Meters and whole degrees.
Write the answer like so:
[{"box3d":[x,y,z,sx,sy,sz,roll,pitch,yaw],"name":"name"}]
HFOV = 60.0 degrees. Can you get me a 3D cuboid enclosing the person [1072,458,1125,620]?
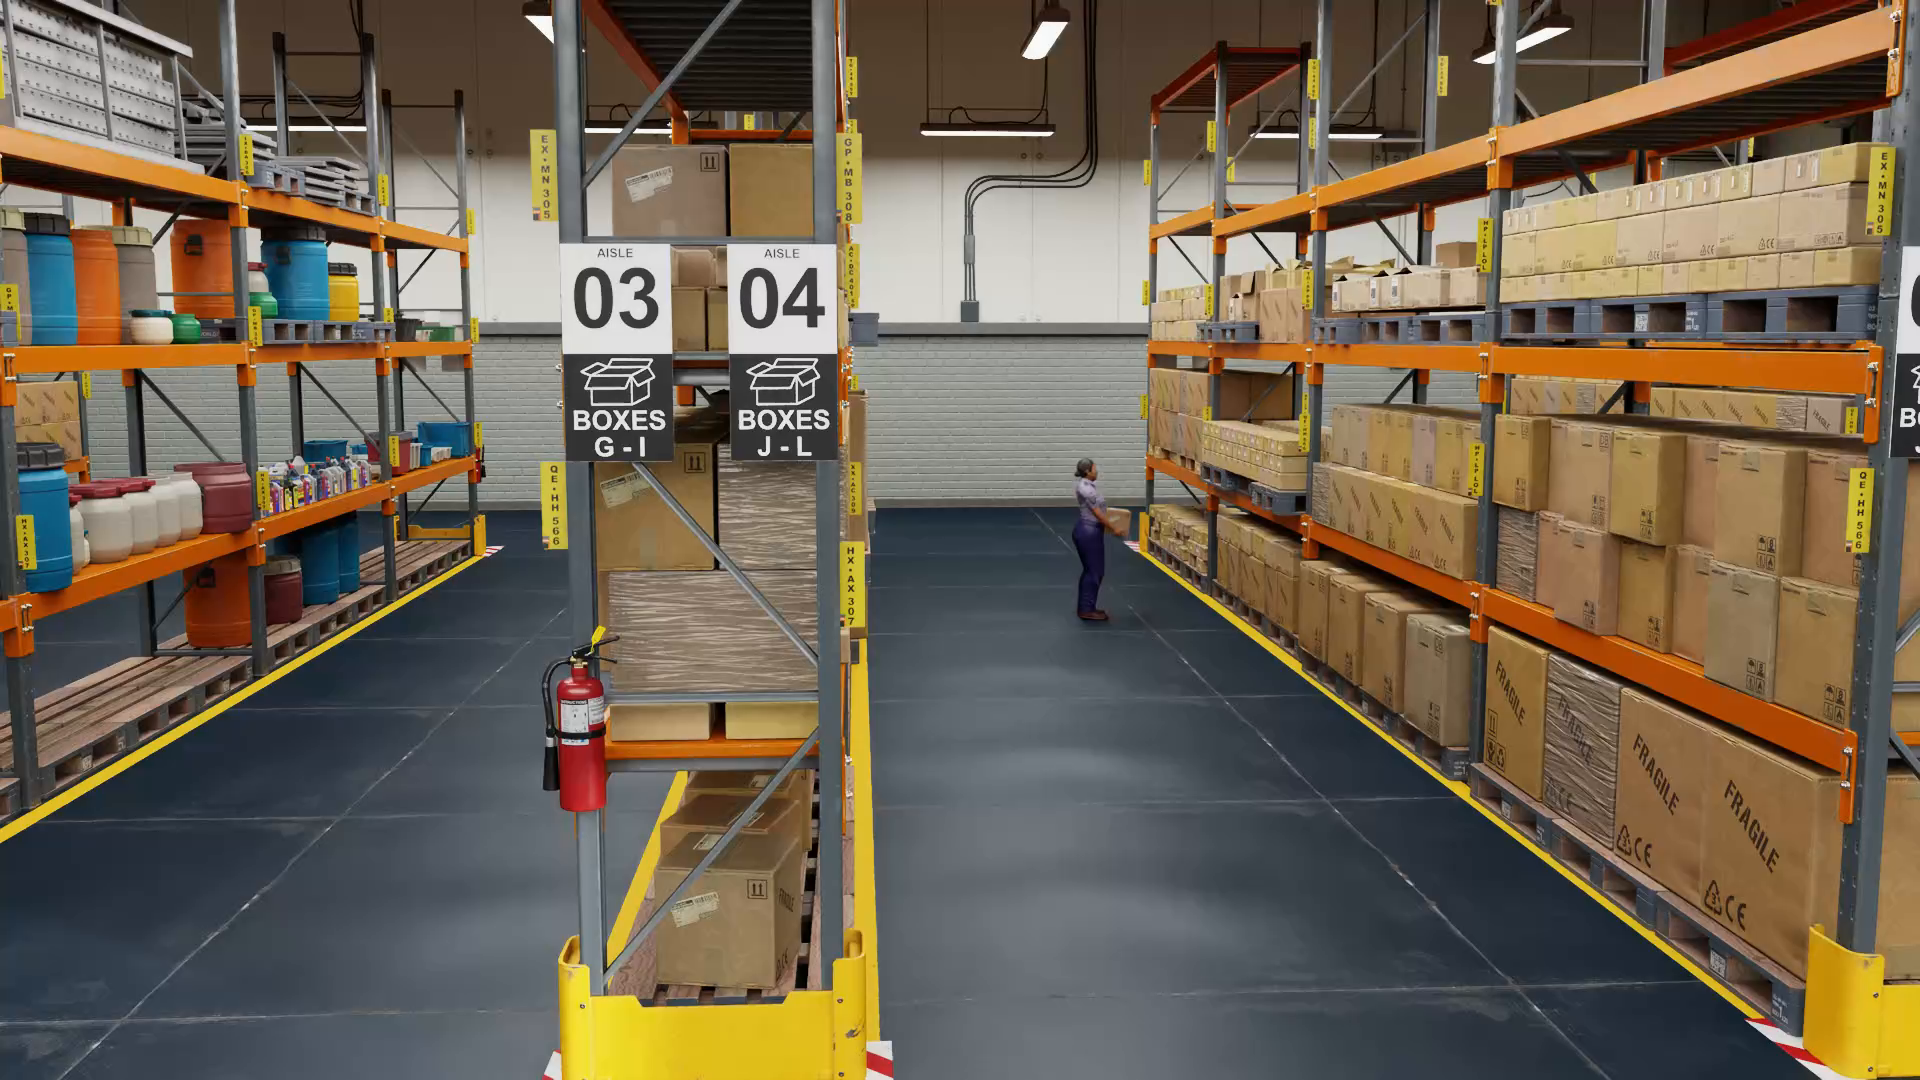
[{"box3d":[1.415,-0.019,17.014,0.521,1.641,0.451,0,7,-3],"name":"person"}]
